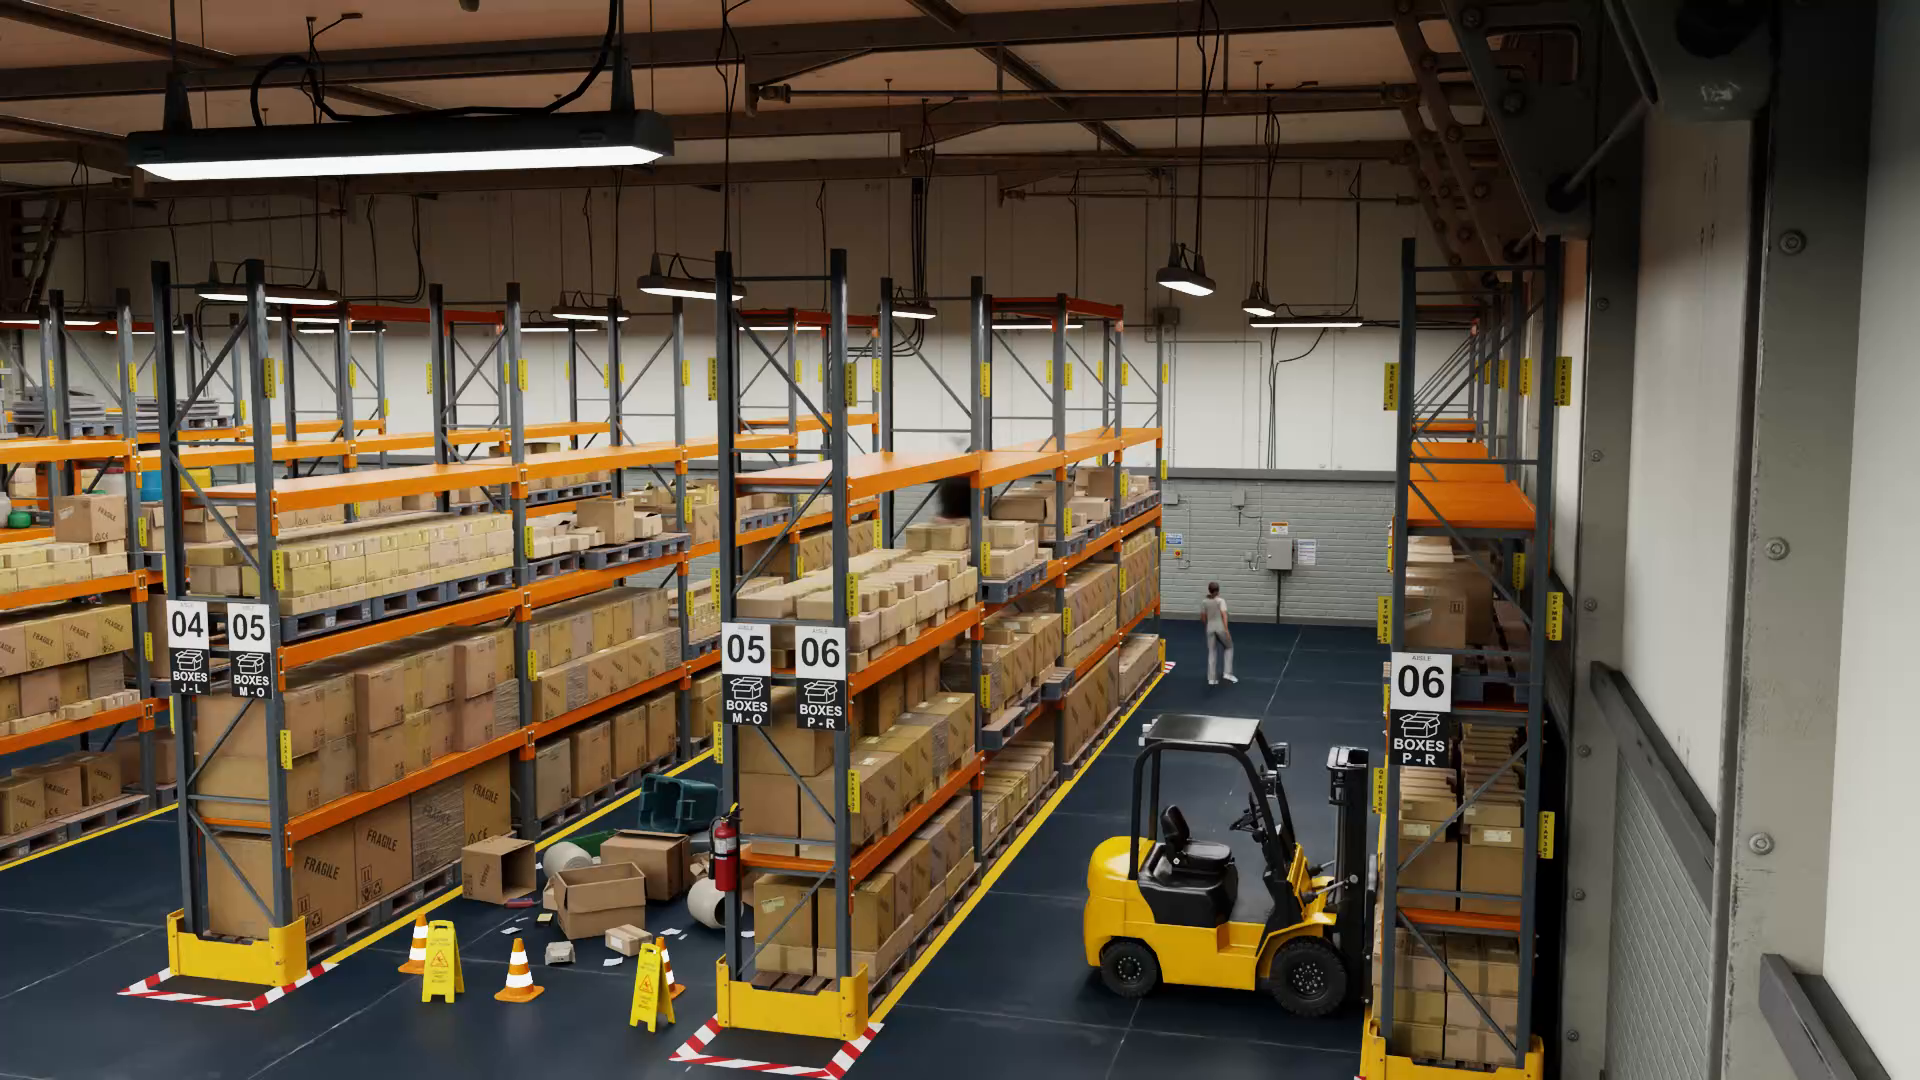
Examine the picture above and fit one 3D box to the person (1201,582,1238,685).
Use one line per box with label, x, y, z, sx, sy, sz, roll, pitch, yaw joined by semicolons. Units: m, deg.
person;4.113;1.499;26.710;0.563;1.642;0.691;3;7;26
